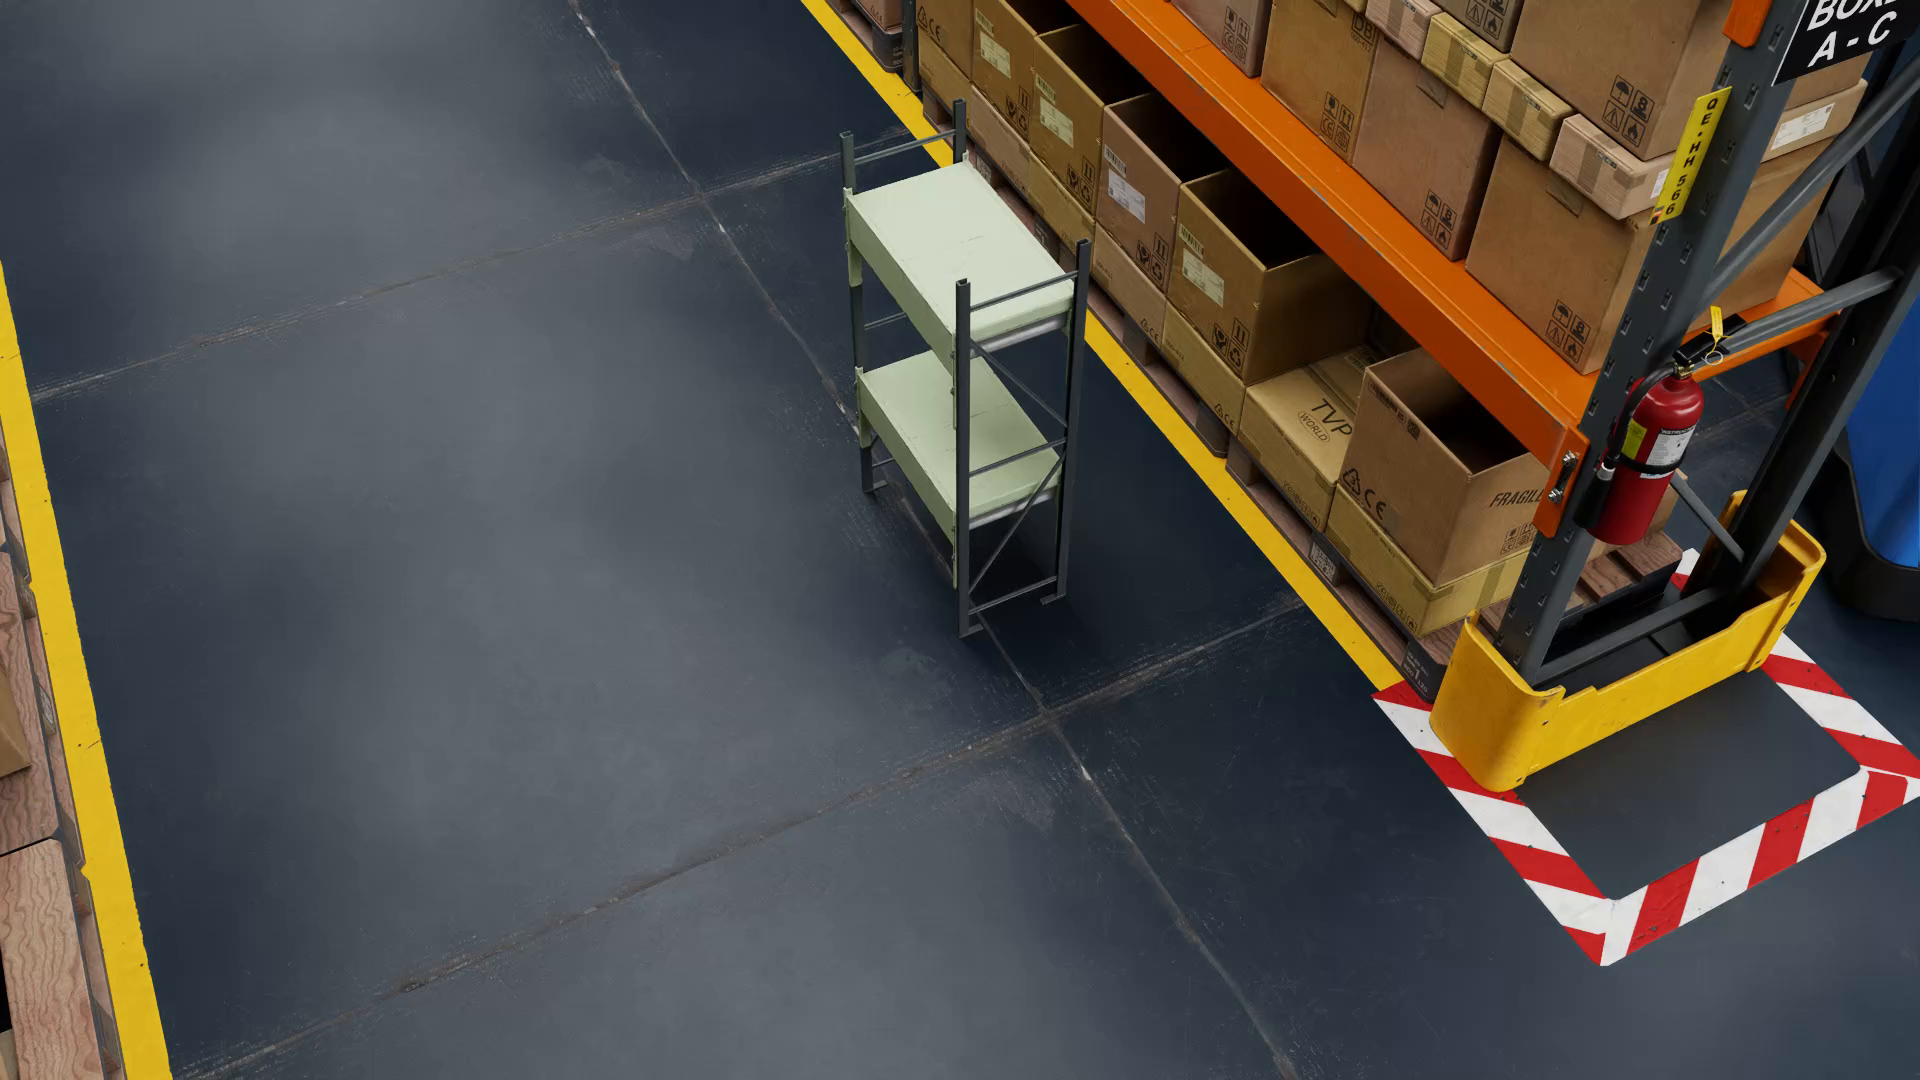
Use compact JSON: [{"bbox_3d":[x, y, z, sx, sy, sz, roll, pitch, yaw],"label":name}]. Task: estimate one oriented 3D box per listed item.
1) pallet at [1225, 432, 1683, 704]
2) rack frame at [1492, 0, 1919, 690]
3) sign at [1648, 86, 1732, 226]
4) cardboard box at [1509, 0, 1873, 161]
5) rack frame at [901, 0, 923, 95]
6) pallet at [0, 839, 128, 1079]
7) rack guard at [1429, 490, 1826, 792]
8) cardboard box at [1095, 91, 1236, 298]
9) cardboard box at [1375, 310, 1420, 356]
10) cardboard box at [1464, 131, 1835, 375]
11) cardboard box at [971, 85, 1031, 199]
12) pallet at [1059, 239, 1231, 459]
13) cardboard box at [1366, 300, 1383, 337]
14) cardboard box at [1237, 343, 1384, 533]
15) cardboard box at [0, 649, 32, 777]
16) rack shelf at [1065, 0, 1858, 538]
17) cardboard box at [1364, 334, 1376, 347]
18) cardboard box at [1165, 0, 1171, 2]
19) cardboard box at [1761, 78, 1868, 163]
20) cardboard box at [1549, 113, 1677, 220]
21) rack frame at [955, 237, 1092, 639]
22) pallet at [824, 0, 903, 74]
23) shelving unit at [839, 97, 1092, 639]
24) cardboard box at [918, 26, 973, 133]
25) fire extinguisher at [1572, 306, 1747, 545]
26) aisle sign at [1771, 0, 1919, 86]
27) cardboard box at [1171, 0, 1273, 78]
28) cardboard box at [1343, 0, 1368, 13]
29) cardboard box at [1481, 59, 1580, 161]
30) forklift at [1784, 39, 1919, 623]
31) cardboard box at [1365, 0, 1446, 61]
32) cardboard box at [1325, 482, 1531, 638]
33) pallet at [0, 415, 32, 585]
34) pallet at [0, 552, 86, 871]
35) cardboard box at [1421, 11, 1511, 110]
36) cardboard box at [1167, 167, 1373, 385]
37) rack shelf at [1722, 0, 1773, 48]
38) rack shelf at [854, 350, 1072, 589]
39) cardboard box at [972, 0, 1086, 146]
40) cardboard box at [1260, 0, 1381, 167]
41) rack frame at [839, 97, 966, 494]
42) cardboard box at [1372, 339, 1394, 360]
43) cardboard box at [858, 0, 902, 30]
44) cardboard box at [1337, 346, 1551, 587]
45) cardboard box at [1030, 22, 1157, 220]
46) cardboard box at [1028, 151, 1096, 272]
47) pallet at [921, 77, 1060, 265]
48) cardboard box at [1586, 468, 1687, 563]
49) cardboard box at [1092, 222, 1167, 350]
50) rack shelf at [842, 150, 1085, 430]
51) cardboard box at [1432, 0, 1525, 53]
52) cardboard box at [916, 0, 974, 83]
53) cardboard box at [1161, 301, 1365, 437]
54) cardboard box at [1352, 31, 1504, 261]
[{"bbox_3d":[1.657,-0.112,5.707,1.003,0.211,1.213,-21,52,-18],"label":"pallet"},{"bbox_3d":[2.044,-0.532,4.223,1.000,3.000,0.127,-21,52,-18],"label":"rack frame"},{"bbox_3d":[1.555,-0.814,3.542,0.100,0.325,0.005,-21,52,-18],"label":"sign"},{"bbox_3d":[1.817,-1.344,4.005,0.700,0.500,0.500,-21,52,-17],"label":"cardboard box"},{"bbox_3d":[0.213,-3.209,6.564,1.000,3.000,0.127,-21,52,-18],"label":"rack frame"},{"bbox_3d":[-2.734,1.488,4.308,1.003,0.211,1.213,-21,52,-18],"label":"pallet"},{"bbox_3d":[2.055,0.307,5.149,1.175,0.500,0.348,-21,52,-18],"label":"rack guard"},{"bbox_3d":[0.836,-1.268,5.916,0.500,0.500,0.500,-21,52,-18],"label":"cardboard box"},{"bbox_3d":[1.766,-0.782,5.490,0.500,0.500,0.500,-21,52,-18],"label":"cardboard box"},{"bbox_3d":[1.842,-0.882,4.462,0.700,0.500,0.500,-21,52,-18],"label":"cardboard box"},{"bbox_3d":[0.380,-1.691,6.784,0.500,0.250,0.500,-21,52,-18],"label":"cardboard box"},{"bbox_3d":[1.102,-0.927,6.420,1.003,0.211,1.213,-21,52,-18],"label":"pallet"},{"bbox_3d":[1.525,-1.112,5.779,0.500,0.500,0.500,-21,52,-18],"label":"cardboard box"},{"bbox_3d":[1.296,-0.353,5.614,0.500,0.250,0.500,-21,52,-18],"label":"cardboard box"},{"bbox_3d":[-3.148,0.471,4.714,0.700,0.500,0.500,-24,53,-20],"label":"cardboard box"},{"bbox_3d":[1.129,-1.634,5.664,1.077,0.370,4.000,-21,52,-18],"label":"rack shelf"},{"bbox_3d":[1.536,-0.869,6.065,0.500,0.250,0.500,-21,52,-18],"label":"cardboard box"},{"bbox_3d":[0.895,-2.259,5.667,0.700,0.500,0.500,-20,52,-17],"label":"cardboard box"},{"bbox_3d":[2.056,-1.115,4.235,0.380,0.149,0.250,-22,52,-18],"label":"cardboard box"},{"bbox_3d":[1.700,-0.969,4.107,0.380,0.149,0.250,-22,52,-18],"label":"cardboard box"},{"bbox_3d":[0.171,-0.244,4.967,0.400,1.500,0.023,-21,52,-18],"label":"rack frame"},{"bbox_3d":[-0.158,-2.771,8.033,1.003,0.211,1.213,-21,52,-18],"label":"pallet"},{"bbox_3d":[0.003,-0.489,5.182,0.431,1.500,0.755,-21,52,-18],"label":"shelving unit"},{"bbox_3d":[0.156,-2.027,7.078,0.500,0.250,0.500,-21,52,-18],"label":"cardboard box"},{"bbox_3d":[1.685,-0.268,4.043,0.296,0.674,0.183,-21,52,-18],"label":"fire extinguisher"},{"bbox_3d":[1.813,-1.243,3.117,0.394,0.787,0.004,-21,52,-18],"label":"aisle sign"},{"bbox_3d":[1.131,-1.917,5.368,0.700,0.500,0.500,-20,52,-16],"label":"cardboard box"},{"bbox_3d":[1.228,-1.659,4.711,0.380,0.149,0.250,-20,52,-16],"label":"cardboard box"},{"bbox_3d":[1.579,-1.143,4.260,0.380,0.149,0.250,-20,52,-17],"label":"cardboard box"},{"bbox_3d":[3.711,-1.718,5.305,1.130,2.935,3.031,9,49,8],"label":"forklift"},{"bbox_3d":[1.348,-1.484,4.557,0.380,0.149,0.250,-21,52,-17],"label":"cardboard box"},{"bbox_3d":[1.536,-0.022,5.324,0.500,0.250,0.500,-21,52,-18],"label":"cardboard box"},{"bbox_3d":[-3.851,-0.145,5.737,1.003,0.211,1.213,-21,52,-18],"label":"pallet"},{"bbox_3d":[-3.288,0.672,5.022,1.003,0.211,1.213,-21,52,-18],"label":"pallet"},{"bbox_3d":[1.461,-1.314,4.410,0.380,0.149,0.250,-22,52,-18],"label":"cardboard box"},{"bbox_3d":[1.063,-0.933,5.623,0.500,0.500,0.500,-21,52,-18],"label":"cardboard box"},{"bbox_3d":[1.129,-2.621,4.535,1.077,0.370,4.000,-21,52,-18],"label":"rack shelf"},{"bbox_3d":[0.003,-0.275,5.427,0.431,0.370,0.720,-21,52,-18],"label":"rack shelf"},{"bbox_3d":[0.383,-1.939,6.503,0.500,0.500,0.500,-21,52,-18],"label":"cardboard box"},{"bbox_3d":[1.375,-1.566,5.060,0.700,0.500,0.500,-21,52,-17],"label":"cardboard box"},{"bbox_3d":[-0.164,-0.734,5.396,0.400,1.500,0.023,-21,52,-18],"label":"rack frame"},{"bbox_3d":[1.764,-0.534,5.772,0.500,0.250,0.500,-21,52,-18],"label":"cardboard box"},{"bbox_3d":[-0.234,-2.620,7.596,0.500,0.250,0.500,-22,52,-18],"label":"cardboard box"},{"bbox_3d":[1.534,-0.268,5.042,0.500,0.500,0.500,-21,52,-18],"label":"cardboard box"},{"bbox_3d":[0.605,-1.602,6.208,0.500,0.500,0.500,-21,52,-18],"label":"cardboard box"},{"bbox_3d":[0.605,-1.355,6.490,0.500,0.250,0.500,-21,52,-18],"label":"cardboard box"},{"bbox_3d":[0.540,-1.745,7.136,1.003,0.211,1.213,-21,52,-18],"label":"pallet"},{"bbox_3d":[1.996,-0.201,5.480,0.500,0.250,0.500,-21,52,-18],"label":"cardboard box"},{"bbox_3d":[0.839,-1.022,6.199,0.500,0.250,0.500,-21,52,-18],"label":"cardboard box"},{"bbox_3d":[0.003,-0.746,4.888,0.431,0.370,0.720,-21,52,-18],"label":"rack shelf"},{"bbox_3d":[1.572,-1.695,4.311,0.700,0.500,0.500,-22,53,-18],"label":"cardboard box"},{"bbox_3d":[0.147,-2.271,6.793,0.500,0.500,0.500,-21,52,-18],"label":"cardboard box"},{"bbox_3d":[1.066,-0.687,5.906,0.500,0.250,0.500,-21,52,-18],"label":"cardboard box"},{"bbox_3d":[1.597,-1.232,4.768,0.700,0.500,0.500,-20,52,-17],"label":"cardboard box"}]
